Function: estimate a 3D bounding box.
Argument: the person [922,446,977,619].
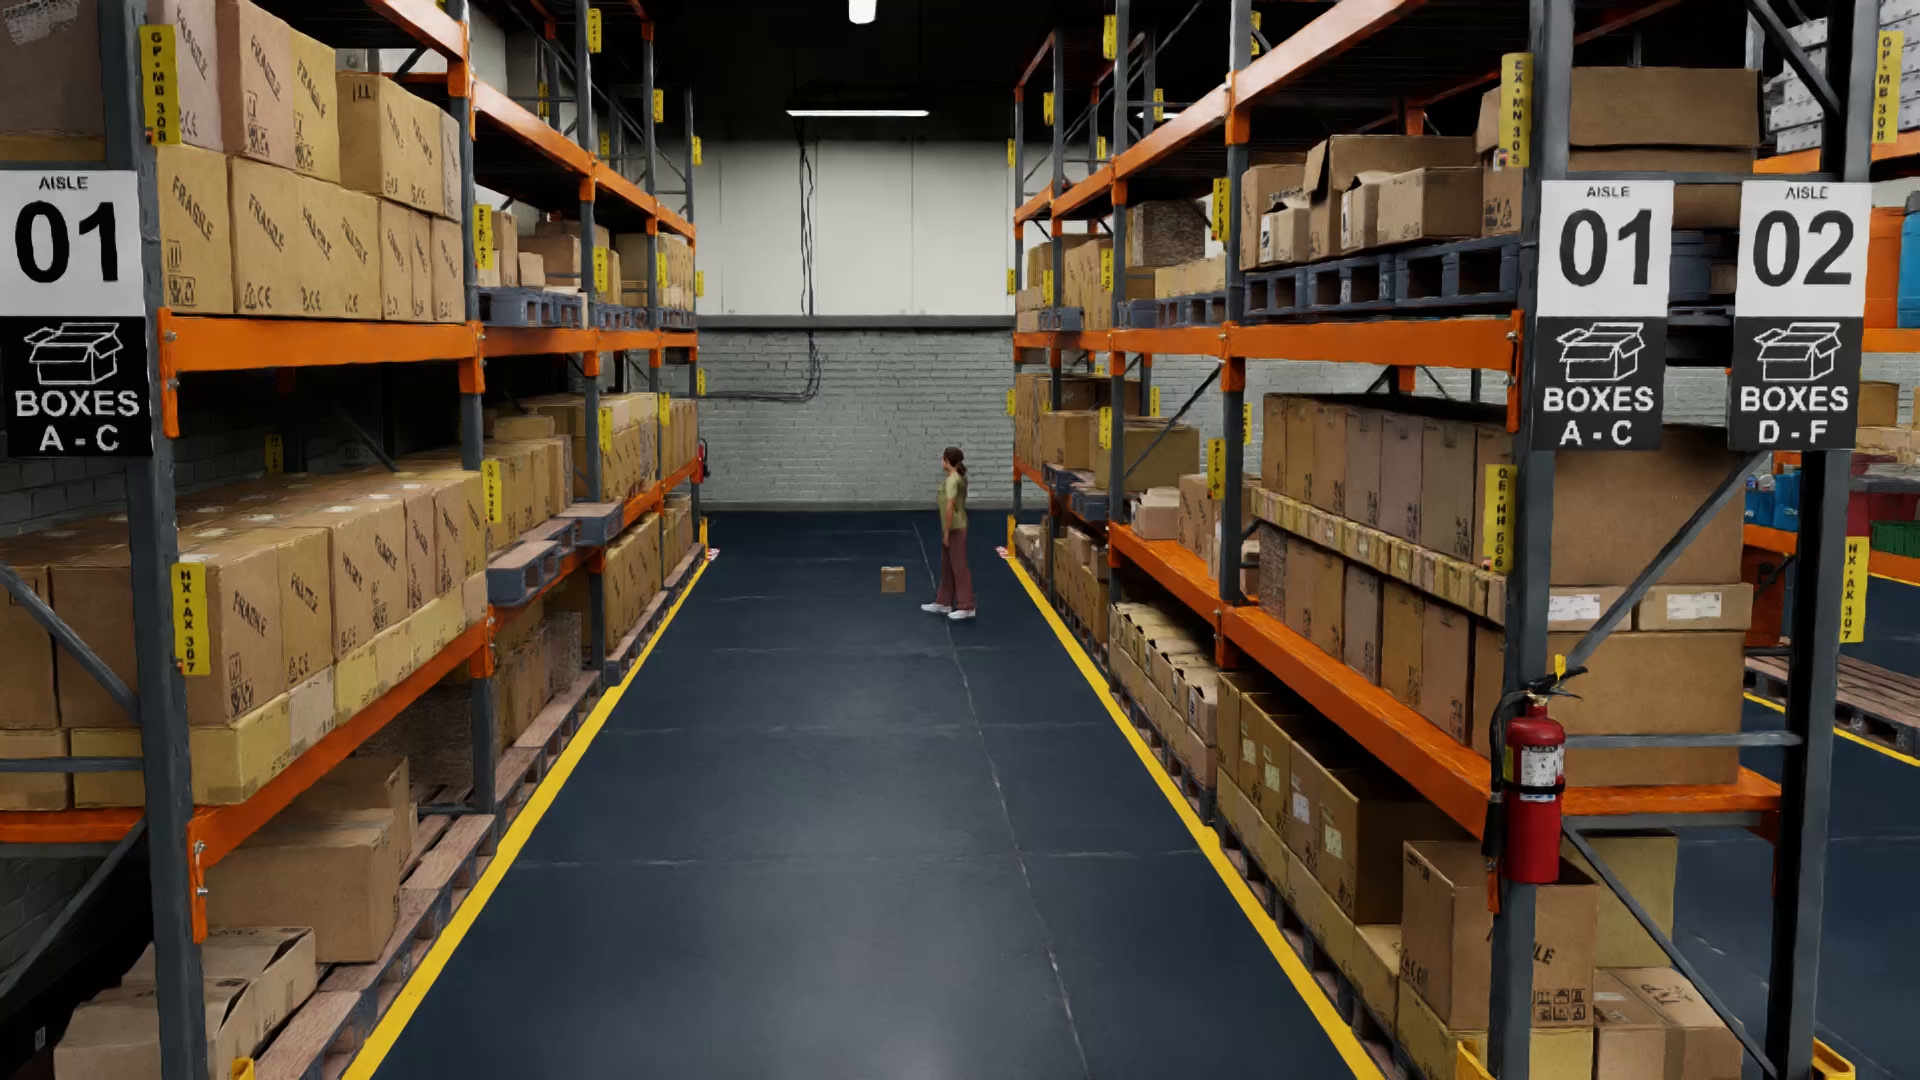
[{"bbox_3d":[-0.108,-0.091,16.309,0.578,1.667,0.562,1,7,8],"label":"person"}]
